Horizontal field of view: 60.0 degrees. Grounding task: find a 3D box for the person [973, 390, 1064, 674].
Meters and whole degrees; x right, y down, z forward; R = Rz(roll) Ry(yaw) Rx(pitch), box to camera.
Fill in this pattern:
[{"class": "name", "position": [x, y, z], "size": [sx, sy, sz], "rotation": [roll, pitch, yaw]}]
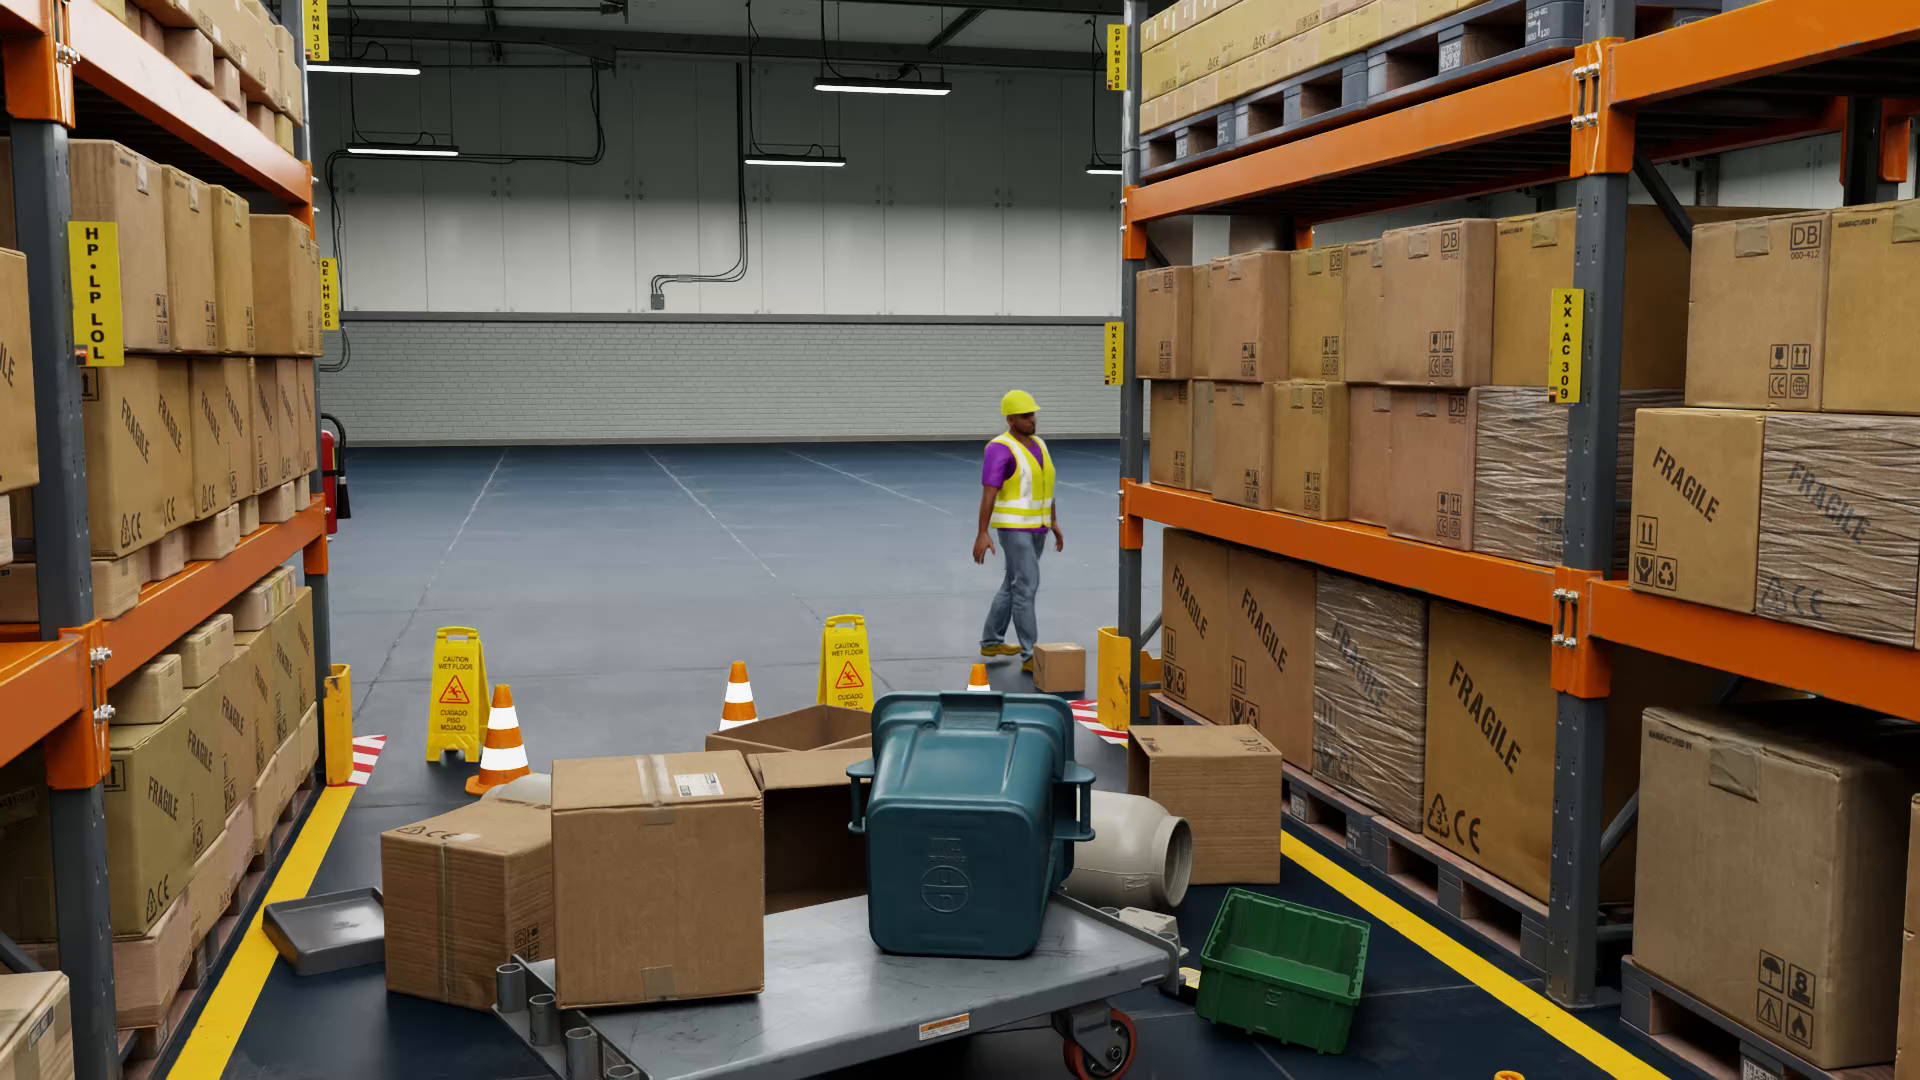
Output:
[{"class": "person", "position": [0.360, -0.060, 10.430], "size": [0.676, 1.758, 0.699], "rotation": [4, 7, 33]}]
